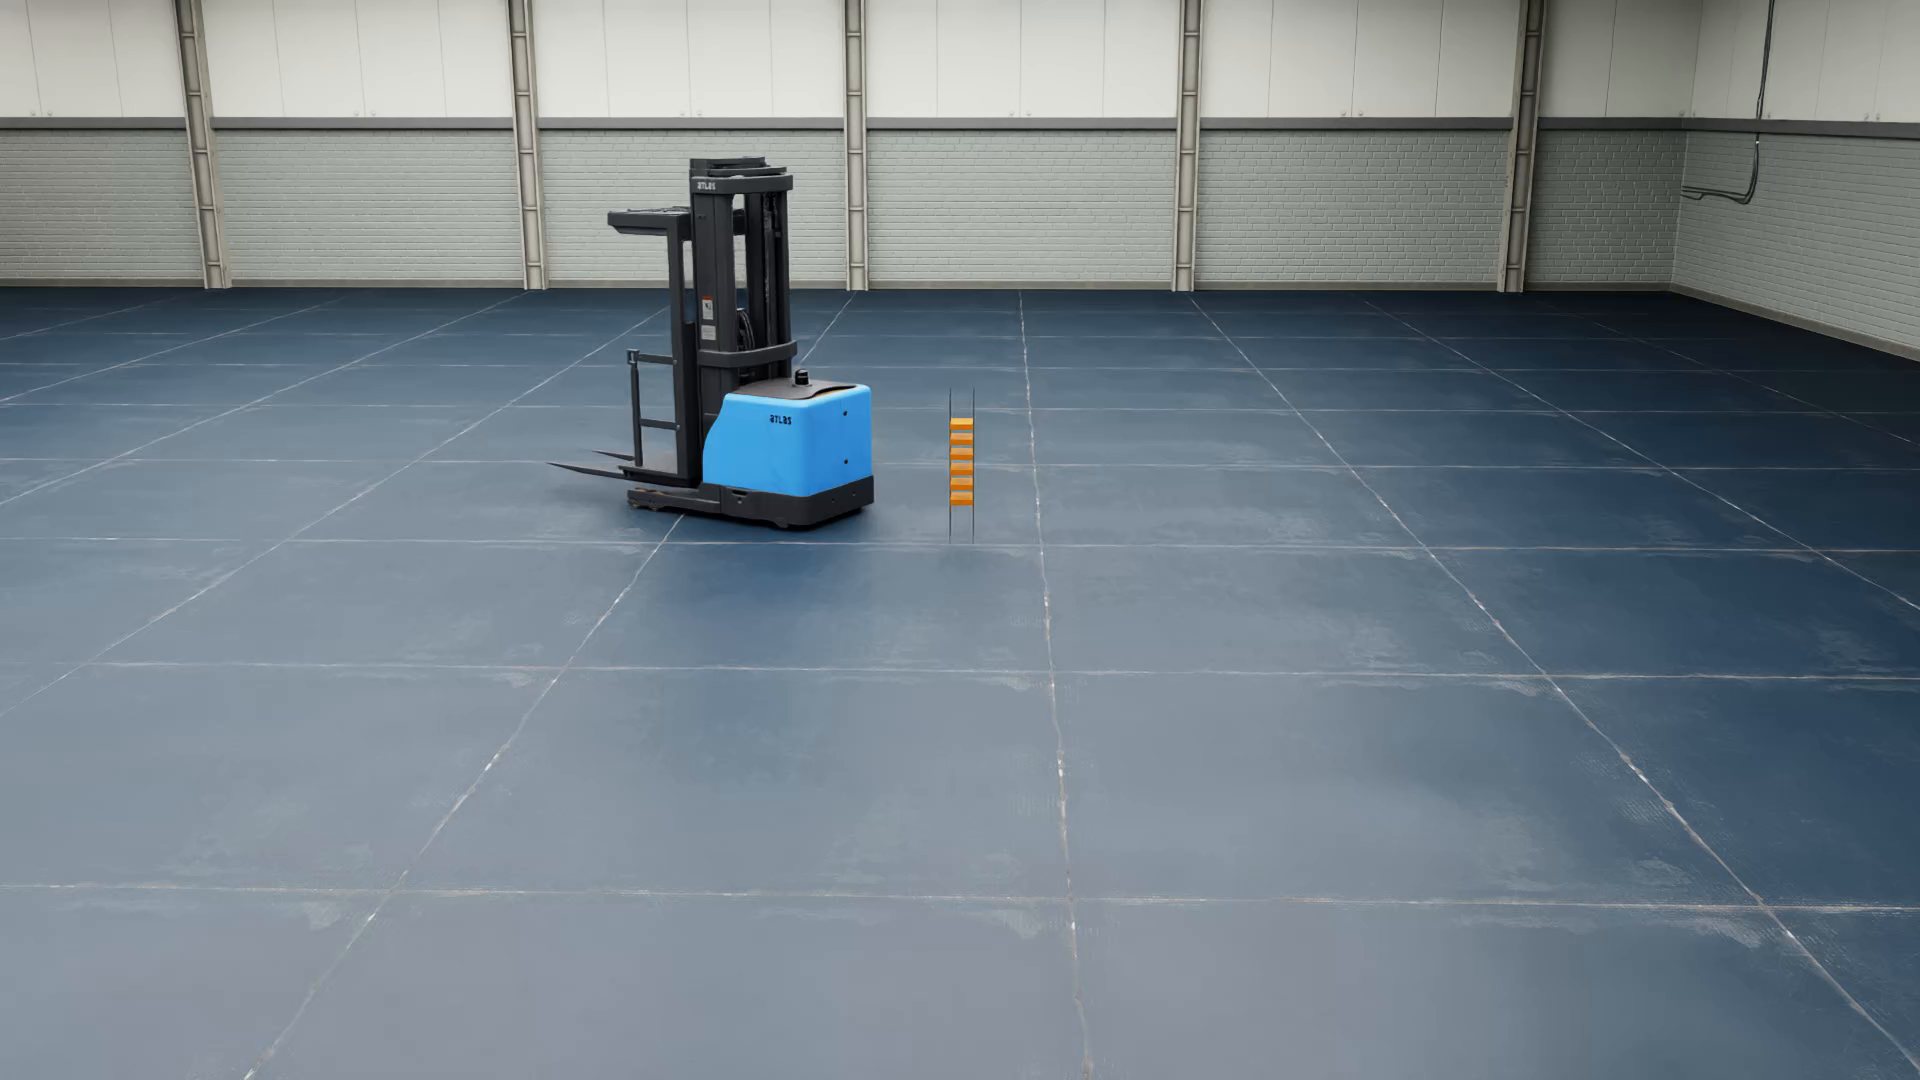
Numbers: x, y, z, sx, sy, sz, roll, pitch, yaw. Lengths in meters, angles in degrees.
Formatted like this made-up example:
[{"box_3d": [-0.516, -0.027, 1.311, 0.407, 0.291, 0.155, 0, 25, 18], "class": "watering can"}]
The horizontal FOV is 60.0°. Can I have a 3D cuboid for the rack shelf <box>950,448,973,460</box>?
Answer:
[{"box_3d": [0.014, -0.653, 13.062, 0.180, 0.103, 0.258, 0, 15, 1], "class": "rack shelf"}]

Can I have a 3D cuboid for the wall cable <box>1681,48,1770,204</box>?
[{"box_3d": [13.015, -7.066, 28.462, 0.112, 2.526, 3.097, 0, 15, 1], "class": "wall cable"}]

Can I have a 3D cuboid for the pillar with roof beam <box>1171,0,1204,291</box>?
[{"box_3d": [3.996, -7.865, 25.404, 0.400, 9.000, 9.100, 0, 15, 1], "class": "pillar with roof beam"}]

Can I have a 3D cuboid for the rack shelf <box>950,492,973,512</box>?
[{"box_3d": [0.014, -0.305, 13.153, 0.180, 0.103, 0.258, 0, 15, 1], "class": "rack shelf"}]

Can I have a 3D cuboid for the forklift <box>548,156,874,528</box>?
[{"box_3d": [-2.257, -1.770, 14.197, 3.031, 2.935, 1.130, 9, 17, 30], "class": "forklift"}]

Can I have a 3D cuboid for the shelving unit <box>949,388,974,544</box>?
[{"box_3d": [0.014, -0.580, 13.081, 0.189, 1.200, 0.258, 0, 15, 1], "class": "shelving unit"}]

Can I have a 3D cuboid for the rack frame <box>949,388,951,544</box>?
[{"box_3d": [-0.077, -0.581, 13.083, 0.006, 1.200, 0.240, 0, 15, 1], "class": "rack frame"}]

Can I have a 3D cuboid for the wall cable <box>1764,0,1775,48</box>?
[{"box_3d": [12.946, -8.818, 25.203, 0.112, 2.526, 3.097, 0, 15, 1], "class": "wall cable"}]

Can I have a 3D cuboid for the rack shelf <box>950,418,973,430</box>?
[{"box_3d": [0.014, -0.885, 13.000, 0.180, 0.103, 0.258, 0, 15, 1], "class": "rack shelf"}]

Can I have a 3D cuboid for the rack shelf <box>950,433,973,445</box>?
[{"box_3d": [0.014, -0.769, 13.031, 0.180, 0.103, 0.258, 0, 15, 1], "class": "rack shelf"}]

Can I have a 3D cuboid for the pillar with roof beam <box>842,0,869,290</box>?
[{"box_3d": [-2.002, -7.904, 25.552, 0.400, 9.000, 9.100, 0, 15, 1], "class": "pillar with roof beam"}]

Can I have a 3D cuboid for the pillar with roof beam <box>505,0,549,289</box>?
[{"box_3d": [-8.000, -7.943, 25.701, 0.400, 9.000, 9.100, 0, 15, 1], "class": "pillar with roof beam"}]

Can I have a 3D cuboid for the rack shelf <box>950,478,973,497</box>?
[{"box_3d": [0.014, -0.421, 13.123, 0.180, 0.103, 0.258, 0, 15, 1], "class": "rack shelf"}]

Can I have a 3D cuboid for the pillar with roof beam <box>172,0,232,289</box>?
[{"box_3d": [-13.998, -7.982, 25.849, 0.400, 9.000, 9.100, 0, 15, 1], "class": "pillar with roof beam"}]

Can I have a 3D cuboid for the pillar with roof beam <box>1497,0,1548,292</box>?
[{"box_3d": [9.994, -7.826, 25.256, 0.400, 9.000, 9.100, 0, 15, 1], "class": "pillar with roof beam"}]

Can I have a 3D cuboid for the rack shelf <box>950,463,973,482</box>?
[{"box_3d": [0.014, -0.537, 13.092, 0.180, 0.103, 0.258, 0, 15, 1], "class": "rack shelf"}]
